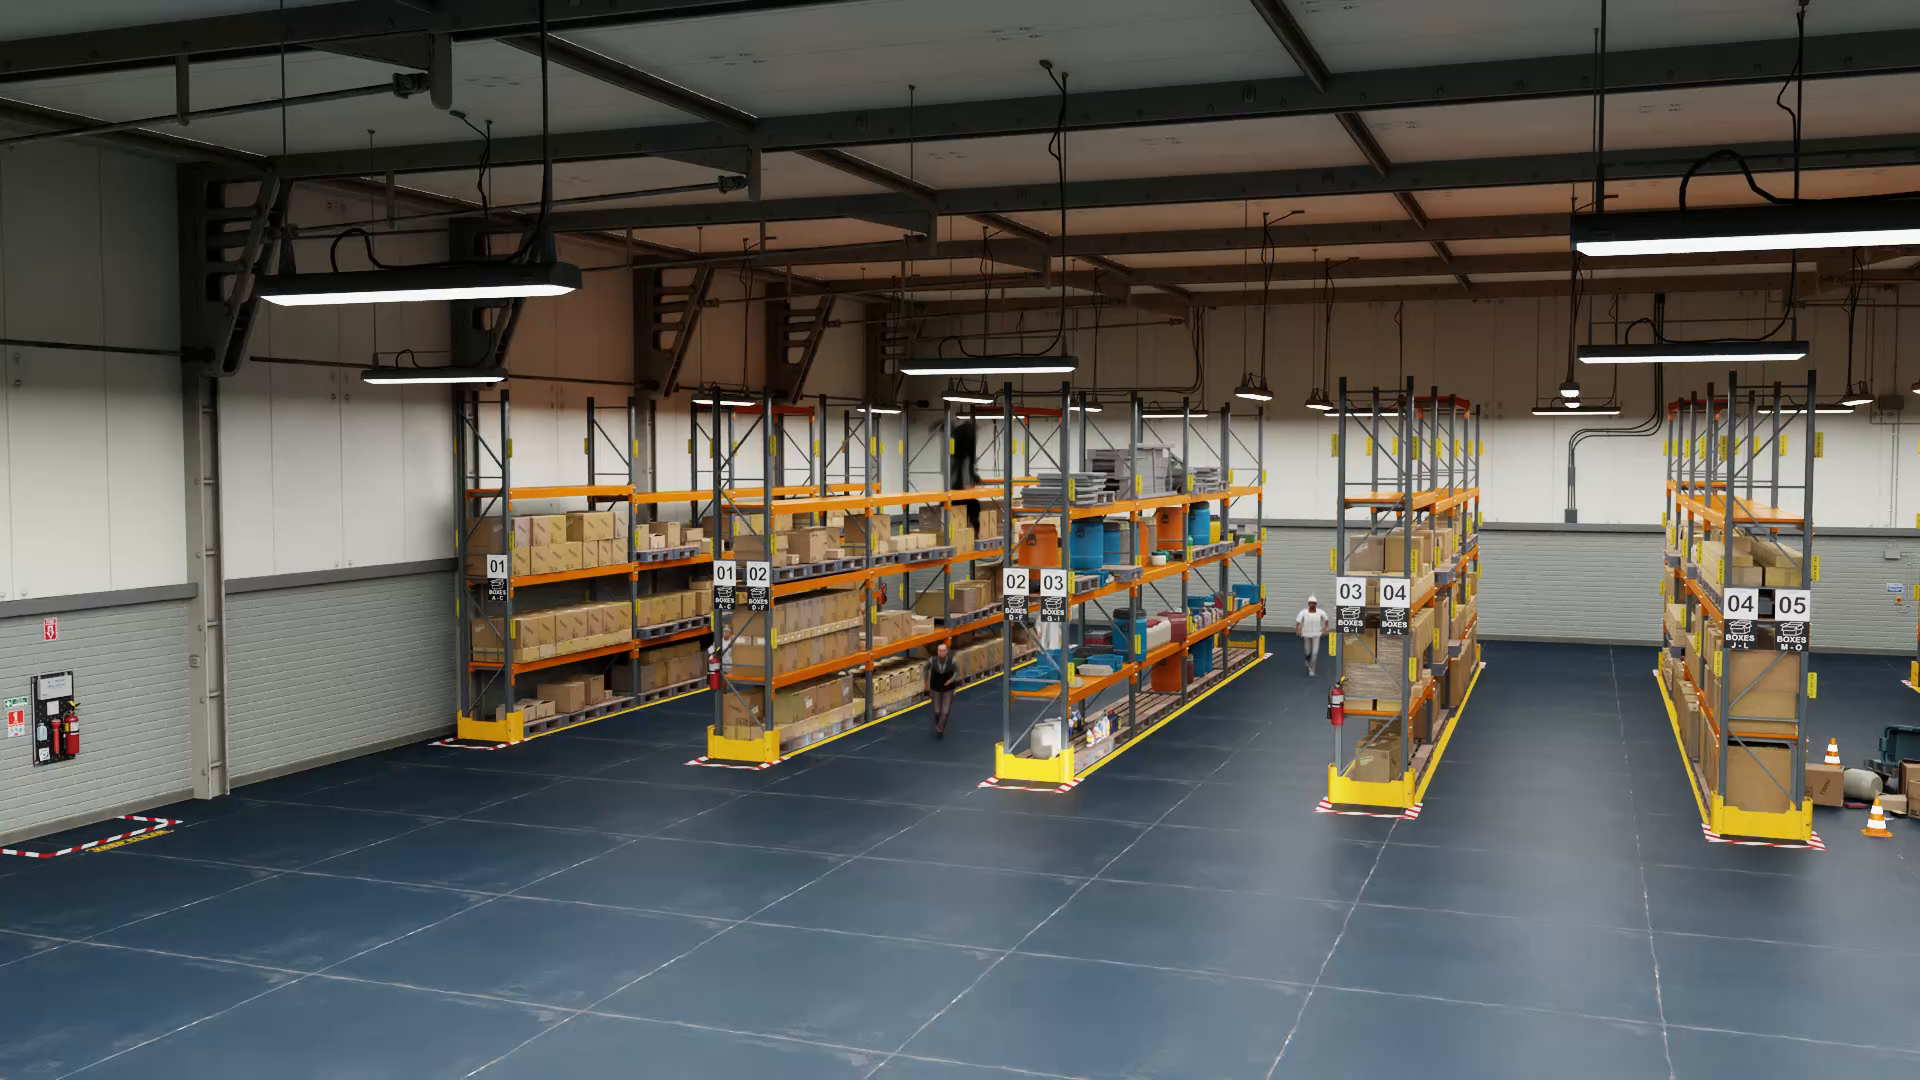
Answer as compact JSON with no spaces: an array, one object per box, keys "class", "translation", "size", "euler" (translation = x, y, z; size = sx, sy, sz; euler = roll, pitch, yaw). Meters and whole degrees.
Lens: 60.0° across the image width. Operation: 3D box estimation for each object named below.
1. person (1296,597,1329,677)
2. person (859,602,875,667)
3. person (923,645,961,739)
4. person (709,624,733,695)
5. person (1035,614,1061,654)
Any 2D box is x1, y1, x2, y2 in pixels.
[{"class":"person","translation":[7.798,2.123,36.807],"size":[0.711,1.748,0.738],"euler":[1,3,11]},{"class":"person","translation":[-2.042,2.183,36.353],"size":[0.576,1.678,0.765],"euler":[1,3,18]},{"class":"person","translation":[-0.316,2.610,28.773],"size":[0.649,1.655,0.738],"euler":[0,3,-4]},{"class":"person","translation":[-4.460,2.425,31.456],"size":[0.617,1.672,0.714],"euler":[0,3,-4]},{"class":"person","translation":[1.937,2.176,35.762],"size":[0.712,1.738,0.643],"euler":[1,3,20]}]
